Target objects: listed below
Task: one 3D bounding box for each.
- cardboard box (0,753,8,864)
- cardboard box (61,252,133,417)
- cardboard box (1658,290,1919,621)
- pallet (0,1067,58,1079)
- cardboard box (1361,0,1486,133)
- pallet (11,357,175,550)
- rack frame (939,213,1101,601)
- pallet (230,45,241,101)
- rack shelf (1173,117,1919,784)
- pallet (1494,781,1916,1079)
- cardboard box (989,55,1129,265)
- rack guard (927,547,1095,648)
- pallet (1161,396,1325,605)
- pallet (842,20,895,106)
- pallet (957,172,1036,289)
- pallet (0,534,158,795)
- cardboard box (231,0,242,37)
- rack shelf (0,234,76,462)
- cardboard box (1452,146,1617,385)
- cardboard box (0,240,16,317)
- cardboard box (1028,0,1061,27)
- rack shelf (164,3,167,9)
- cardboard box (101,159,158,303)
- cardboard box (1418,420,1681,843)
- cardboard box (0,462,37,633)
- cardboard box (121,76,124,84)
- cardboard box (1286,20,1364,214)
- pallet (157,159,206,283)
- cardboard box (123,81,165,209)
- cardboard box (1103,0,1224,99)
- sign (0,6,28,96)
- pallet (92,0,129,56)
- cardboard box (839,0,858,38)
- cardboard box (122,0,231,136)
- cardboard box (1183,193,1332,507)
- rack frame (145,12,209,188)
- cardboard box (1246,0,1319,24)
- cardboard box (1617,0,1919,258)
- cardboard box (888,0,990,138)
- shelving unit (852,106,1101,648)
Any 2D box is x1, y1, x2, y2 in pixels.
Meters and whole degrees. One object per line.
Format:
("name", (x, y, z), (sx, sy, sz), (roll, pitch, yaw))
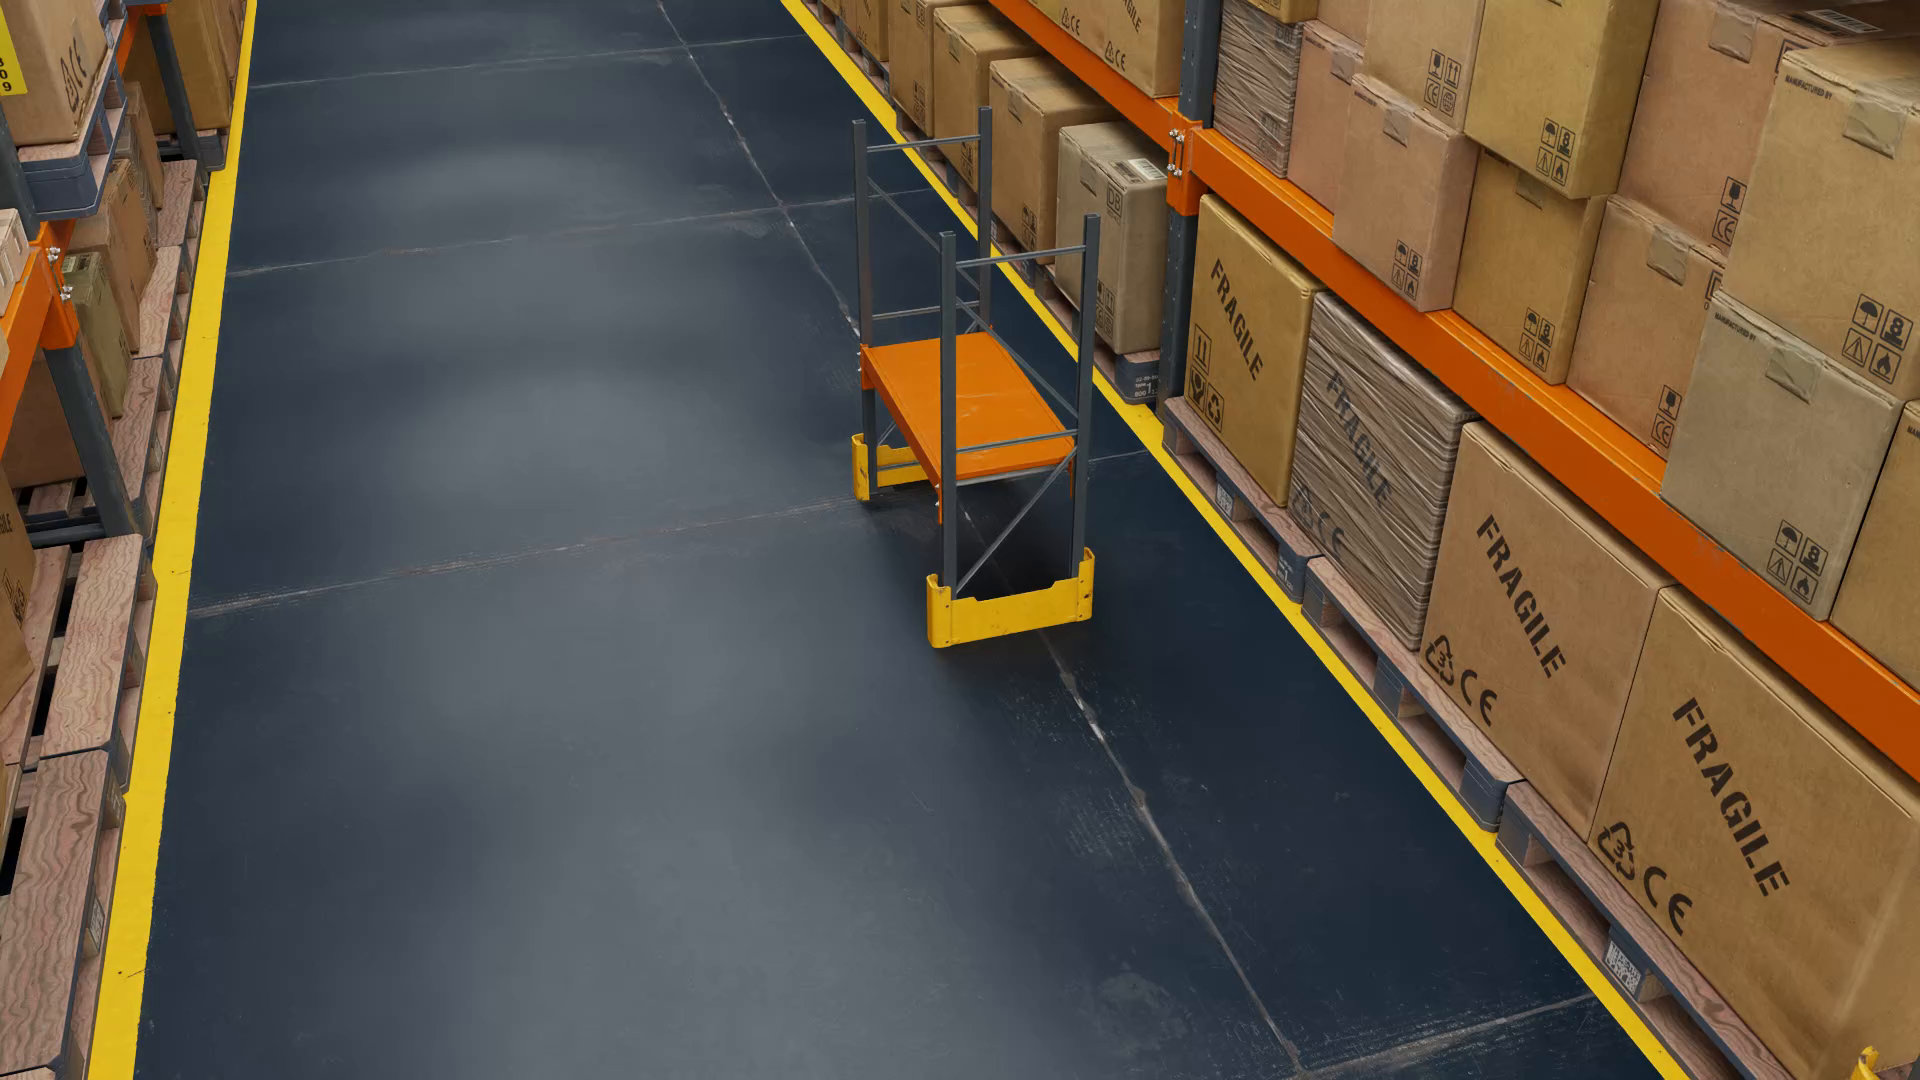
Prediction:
("cardboard box", (-2.905, 0.648, 4.435), (0.500, 0.500, 0.500), (-13, 36, -19))
("cardboard box", (-3.729, -0.769, 6.561), (0.700, 0.500, 0.500), (-10, 35, -15))
("cardboard box", (2.195, -0.264, 3.793), (0.875, 0.550, 0.550), (-10, 35, -15))
("pallet", (-2.452, 1.743, 3.421), (1.003, 0.211, 1.213), (-10, 35, -15))
("cardboard box", (1.712, -1.567, 4.786), (0.875, 0.550, 0.550), (-10, 35, -15))
("pallet", (-3.673, -0.294, 6.503), (1.003, 0.211, 1.213), (-10, 35, -15))
("rack frame", (0.181, -0.314, 5.365), (0.500, 1.500, 0.032), (-10, 35, -15))
("pallet", (-5.192, -3.051, 10.676), (1.003, 0.211, 1.213), (-10, 35, -15))
("rack shelf", (1.930, -0.479, 4.907), (1.077, 0.370, 4.000), (-10, 35, -15))
("pallet", (2.222, 1.027, 4.504), (1.003, 0.211, 1.213), (-10, 35, -15))
("cardboard box", (0.754, -1.884, 8.040), (1.050, 0.750, 0.750), (-10, 35, -15))
("rack guard", (0.175, 0.197, 5.725), (0.587, 0.250, 0.087), (-10, 35, -15))
("pallet", (1.477, -0.254, 6.443), (1.003, 0.211, 1.213), (-10, 35, -15))
("pallet", (-0.137, -3.177, 10.866), (1.003, 0.211, 1.213), (-10, 35, -15))
("pallet", (0.637, -1.700, 8.632), (1.003, 0.211, 1.213), (-10, 35, -15))
("pallet", (-3.196, 0.462, 5.360), (1.003, 0.211, 1.213), (-10, 35, -15))
("cardboard box", (-5.387, -3.736, 10.729), (1.225, 0.875, 0.875), (-11, 35, -16))
("rack shelf", (-2.825, 0.302, 3.725), (1.077, 0.370, 4.000), (-10, 35, -15))
("cardboard box", (1.943, -0.851, 4.681), (0.875, 0.550, 0.500), (-10, 35, -15))
("cardboard box", (-3.022, -0.747, 4.888), (0.380, 0.149, 0.250), (-10, 35, -15))
("cardboard box", (0.598, -2.631, 7.420), (0.500, 0.500, 0.500), (-10, 35, -14))
("rack shelf", (-5.265, -3.899, 10.082), (1.077, 0.370, 4.000), (-10, 35, -15))
("cardboard box", (-4.070, -1.355, 7.449), (0.700, 0.500, 0.500), (-7, 34, -11))
("cardboard box", (2.000, 0.175, 4.810), (0.875, 0.875, 0.875), (-11, 35, -15))
("cardboard box", (-3.351, 0.036, 5.361), (0.500, 0.500, 0.500), (-11, 35, -16))
("cardboard box", (-4.422, -2.255, 8.131), (0.500, 0.250, 0.500), (-9, 34, -13))
("cardboard box", (1.633, -1.415, 5.535), (0.875, 0.550, 0.550), (-10, 35, -15))
("pallet", (-4.418, -1.575, 8.442), (1.003, 0.211, 1.213), (-10, 35, -15))
("cardboard box", (-4.431, -1.941, 8.335), (0.700, 0.500, 0.500), (-12, 35, -17))
("cardboard box", (0.906, -2.100, 6.617), (0.500, 0.500, 0.500), (-10, 35, -15))
("sign", (-2.920, -1.505, 5.021), (0.100, 0.325, 0.005), (-10, 35, -15))
("pallet", (-4.012, -2.036, 6.785), (1.003, 0.211, 1.213), (-10, 35, -15))
("cardboard box", (-0.505, -3.637, 10.919), (0.500, 0.500, 0.500), (-9, 34, -13))
("cardboard box", (-4.845, -2.803, 9.318), (1.225, 0.875, 0.875), (-12, 35, -17))
("cardboard box", (1.445, -0.776, 6.250), (0.875, 0.875, 0.875), (-9, 35, -14))
("rack frame", (-4.655, -3.149, 8.294), (1.000, 3.000, 0.127), (-10, 35, -15))
("cardboard box", (1.400, -2.143, 5.657), (0.875, 0.550, 0.550), (-10, 35, -15))
("cardboard box", (2.167, -1.034, 3.978), (0.875, 0.550, 0.550), (-10, 35, -15))
("cardboard box", (0.200, -2.831, 9.474), (1.050, 0.750, 0.750), (-10, 35, -15))
("shelving unit", (0.023, -0.586, 5.776), (0.587, 1.500, 1.083), (-10, 35, -15))
